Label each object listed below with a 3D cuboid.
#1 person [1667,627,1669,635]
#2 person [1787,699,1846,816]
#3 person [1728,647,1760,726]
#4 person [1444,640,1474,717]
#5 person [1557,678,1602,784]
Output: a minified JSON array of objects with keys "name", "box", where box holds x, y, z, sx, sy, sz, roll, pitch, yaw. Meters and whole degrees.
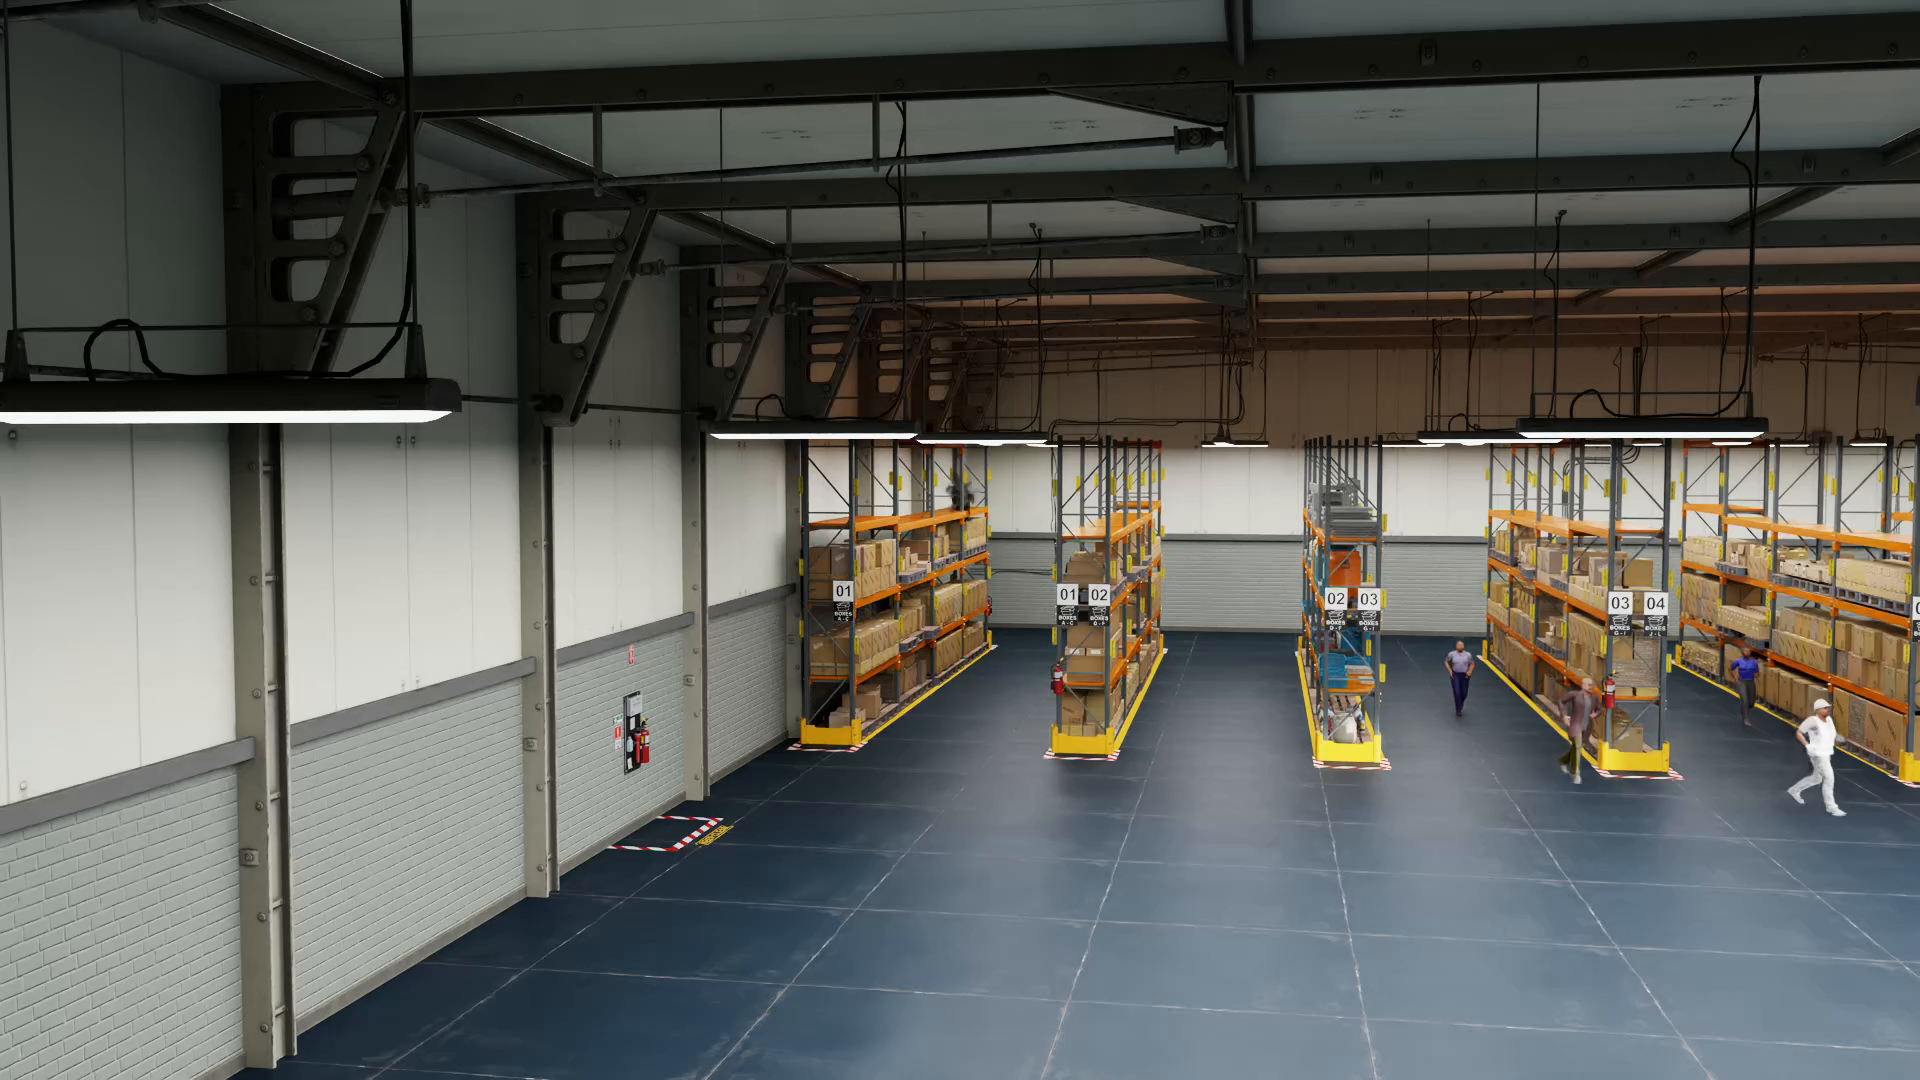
[{"name":"person","box":[17.574,2.626,41.926,0.548,1.765,0.764,1,3,15]},{"name":"person","box":[13.588,3.403,26.311,0.666,1.795,0.924,-2,4,-39]},{"name":"person","box":[16.378,3.031,34.701,0.588,1.621,0.815,0,3,7]},{"name":"person","box":[10.826,2.978,36.054,0.617,1.633,0.732,0,3,8]},{"name":"person","box":[10.815,3.292,28.976,0.734,1.790,0.977,-1,3,-10]}]
